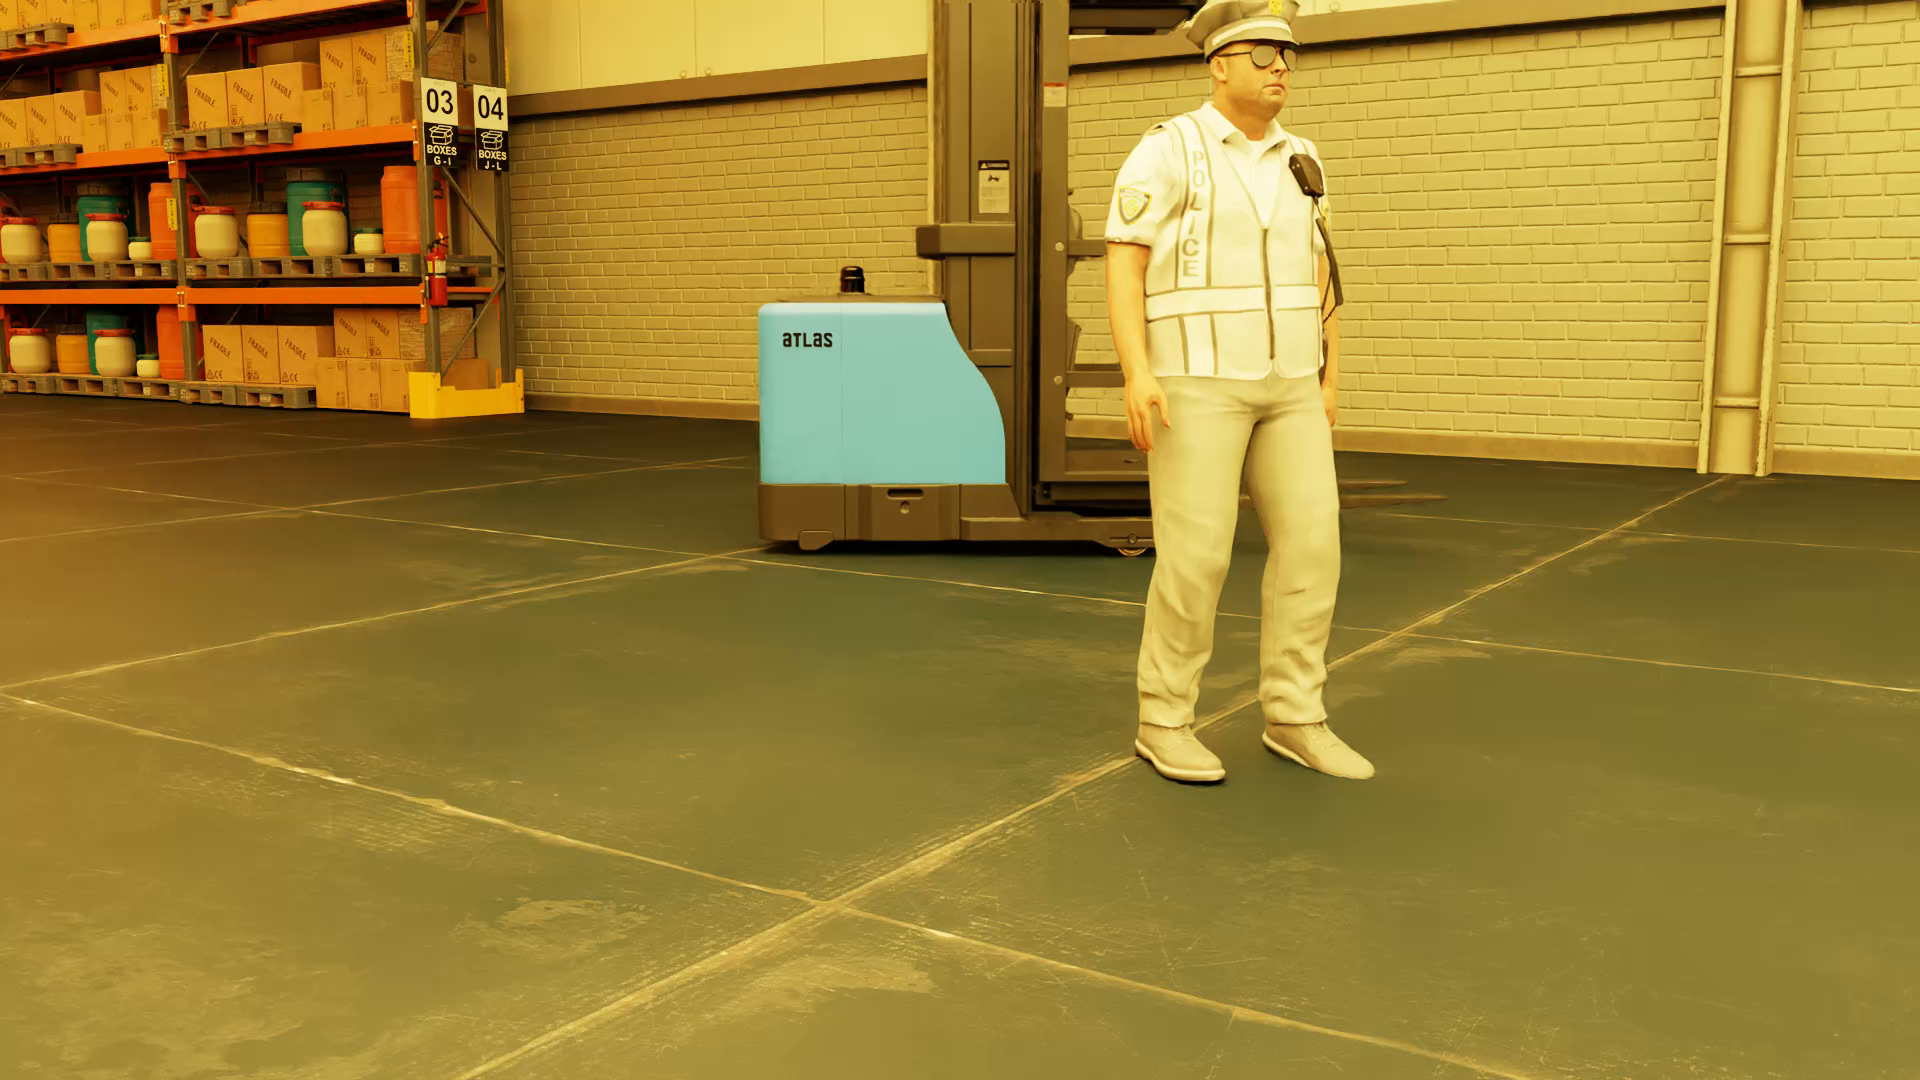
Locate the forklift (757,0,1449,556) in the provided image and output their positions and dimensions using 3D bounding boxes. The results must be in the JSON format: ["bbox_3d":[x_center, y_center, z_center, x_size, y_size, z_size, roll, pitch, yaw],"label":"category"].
[{"bbox_3d":[0.632,-1.456,7.433,3.031,2.935,1.130,0,8,-1],"label":"forklift"}]

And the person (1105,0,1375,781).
[{"bbox_3d":[0.659,-0.341,3.826,0.620,1.801,0.511,-3,9,-21],"label":"person"}]
